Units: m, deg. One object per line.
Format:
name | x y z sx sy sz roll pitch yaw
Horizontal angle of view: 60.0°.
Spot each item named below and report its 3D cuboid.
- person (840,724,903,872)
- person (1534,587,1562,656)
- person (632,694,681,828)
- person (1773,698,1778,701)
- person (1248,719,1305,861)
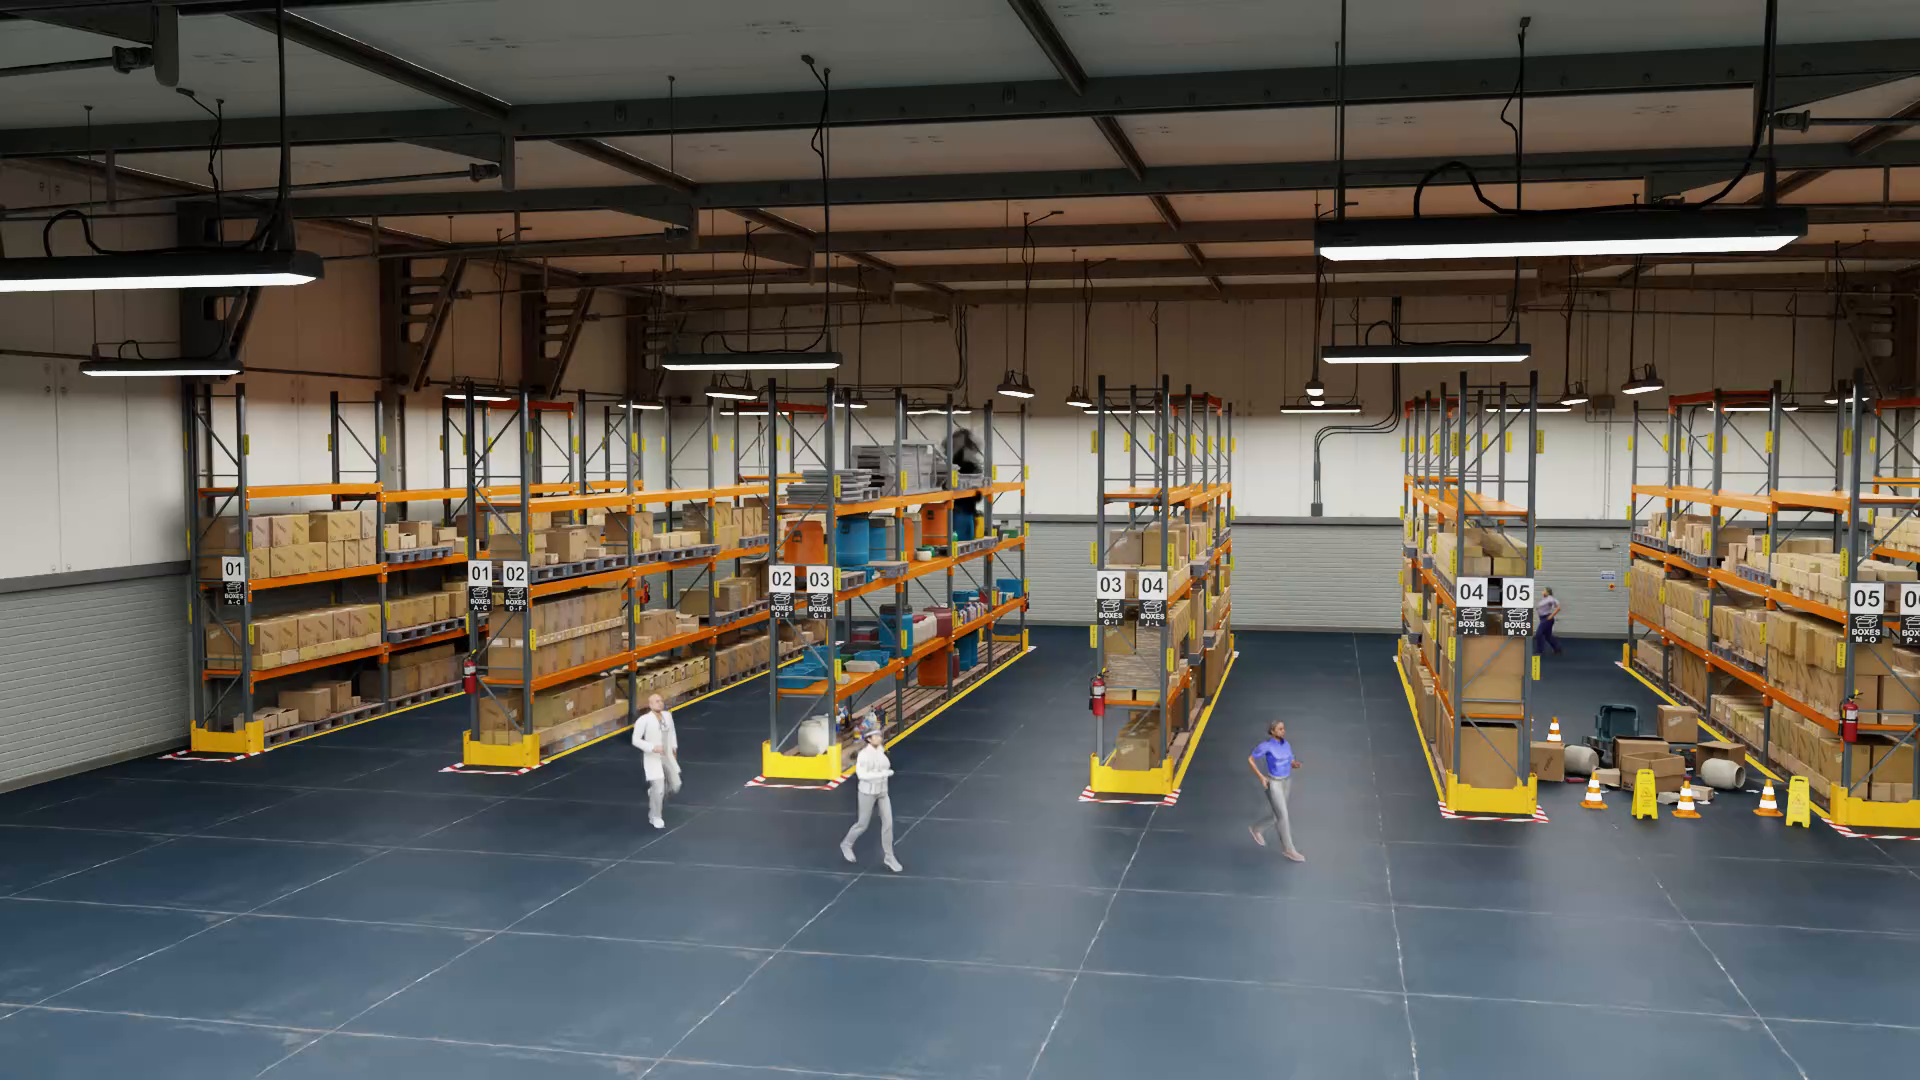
person | -1.050 3.015 19.635 0.867 1.717 0.629 3 4 38
person | 13.775 1.991 38.999 0.735 1.612 0.588 0 3 8
person | -3.957 2.888 21.812 0.647 1.742 0.754 3 4 43
person | 15.996 2.334 32.426 0.577 1.620 0.562 0 3 7
person | 3.841 2.998 20.198 0.576 1.643 0.942 -3 4 -41
